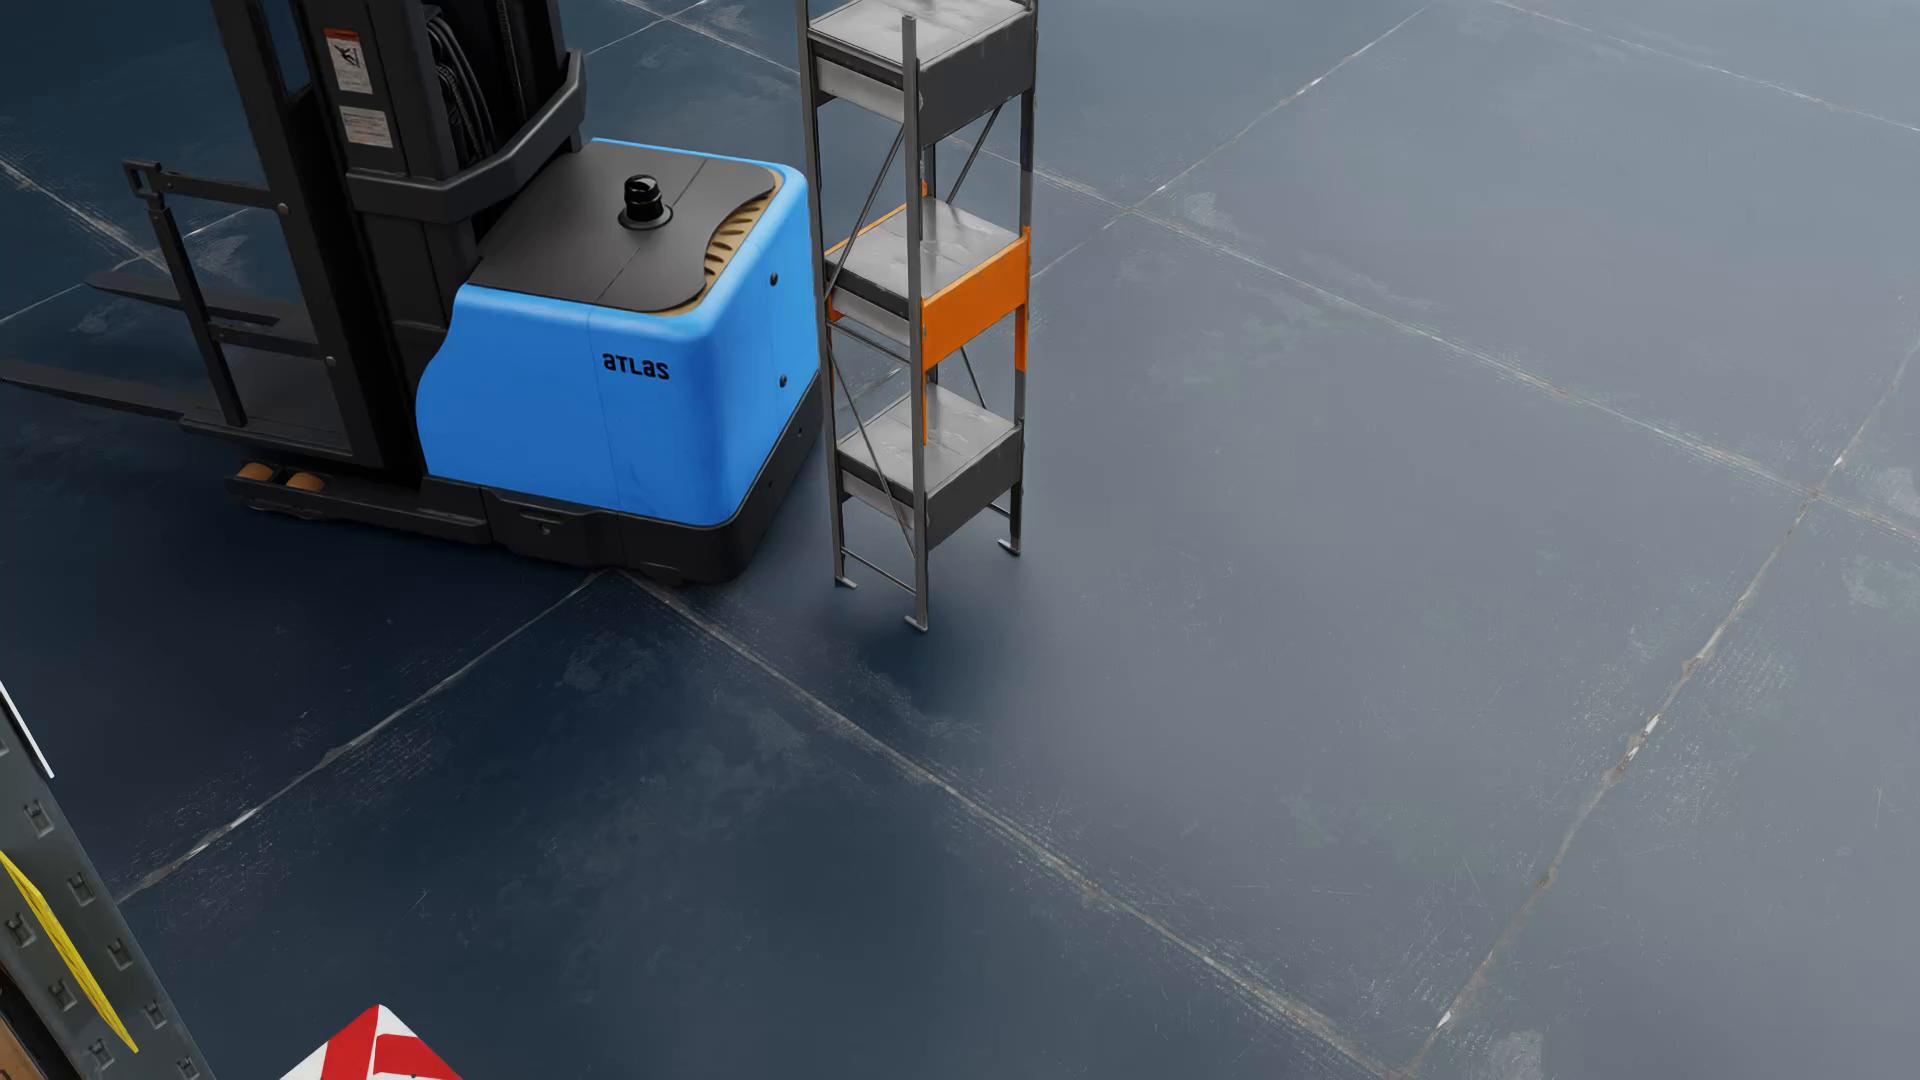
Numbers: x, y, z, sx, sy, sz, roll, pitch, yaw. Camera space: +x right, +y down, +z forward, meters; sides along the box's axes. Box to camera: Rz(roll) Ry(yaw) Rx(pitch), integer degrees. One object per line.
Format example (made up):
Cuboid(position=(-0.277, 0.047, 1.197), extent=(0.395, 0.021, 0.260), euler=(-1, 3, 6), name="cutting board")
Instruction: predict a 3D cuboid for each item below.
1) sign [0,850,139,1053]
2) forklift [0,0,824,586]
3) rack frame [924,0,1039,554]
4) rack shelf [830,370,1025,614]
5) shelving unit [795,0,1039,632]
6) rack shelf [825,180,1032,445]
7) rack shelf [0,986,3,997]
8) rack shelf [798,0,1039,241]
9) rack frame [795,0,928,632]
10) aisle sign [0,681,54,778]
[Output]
Cuboid(position=(-1.044, 0.486, 1.949), extent=(0.100, 0.325, 0.005), euler=(29, 50, 28), name="sign")
Cuboid(position=(-2.063, -1.485, 5.204), extent=(3.031, 2.935, 1.130), euler=(11, 43, 11), name="forklift")
Cuboid(position=(0.050, -0.817, 5.088), extent=(0.400, 2.100, 0.015), euler=(29, 50, 28), name="rack frame")
Cuboid(position=(-0.107, -0.164, 5.430), extent=(0.431, 0.518, 0.480), euler=(29, 50, 28), name="rack shelf")
Cuboid(position=(-0.107, -0.692, 4.950), extent=(0.431, 2.100, 0.503), euler=(29, 50, 28), name="shelving unit")
Cuboid(position=(-0.107, -0.682, 4.959), extent=(0.431, 0.518, 0.480), euler=(29, 50, 28), name="rack shelf")
Cuboid(position=(-2.738, 2.056, 1.794), extent=(1.077, 0.370, 4.000), euler=(29, 50, 28), name="rack shelf")
Cuboid(position=(-0.107, -1.199, 4.488), extent=(0.431, 0.518, 0.480), euler=(29, 50, 28), name="rack shelf")
Cuboid(position=(-0.264, -0.566, 4.812), extent=(0.400, 2.100, 0.015), euler=(29, 50, 28), name="rack frame")
Cuboid(position=(-1.175, -0.108, 1.707), extent=(0.394, 0.787, 0.004), euler=(29, 50, 28), name="aisle sign")
